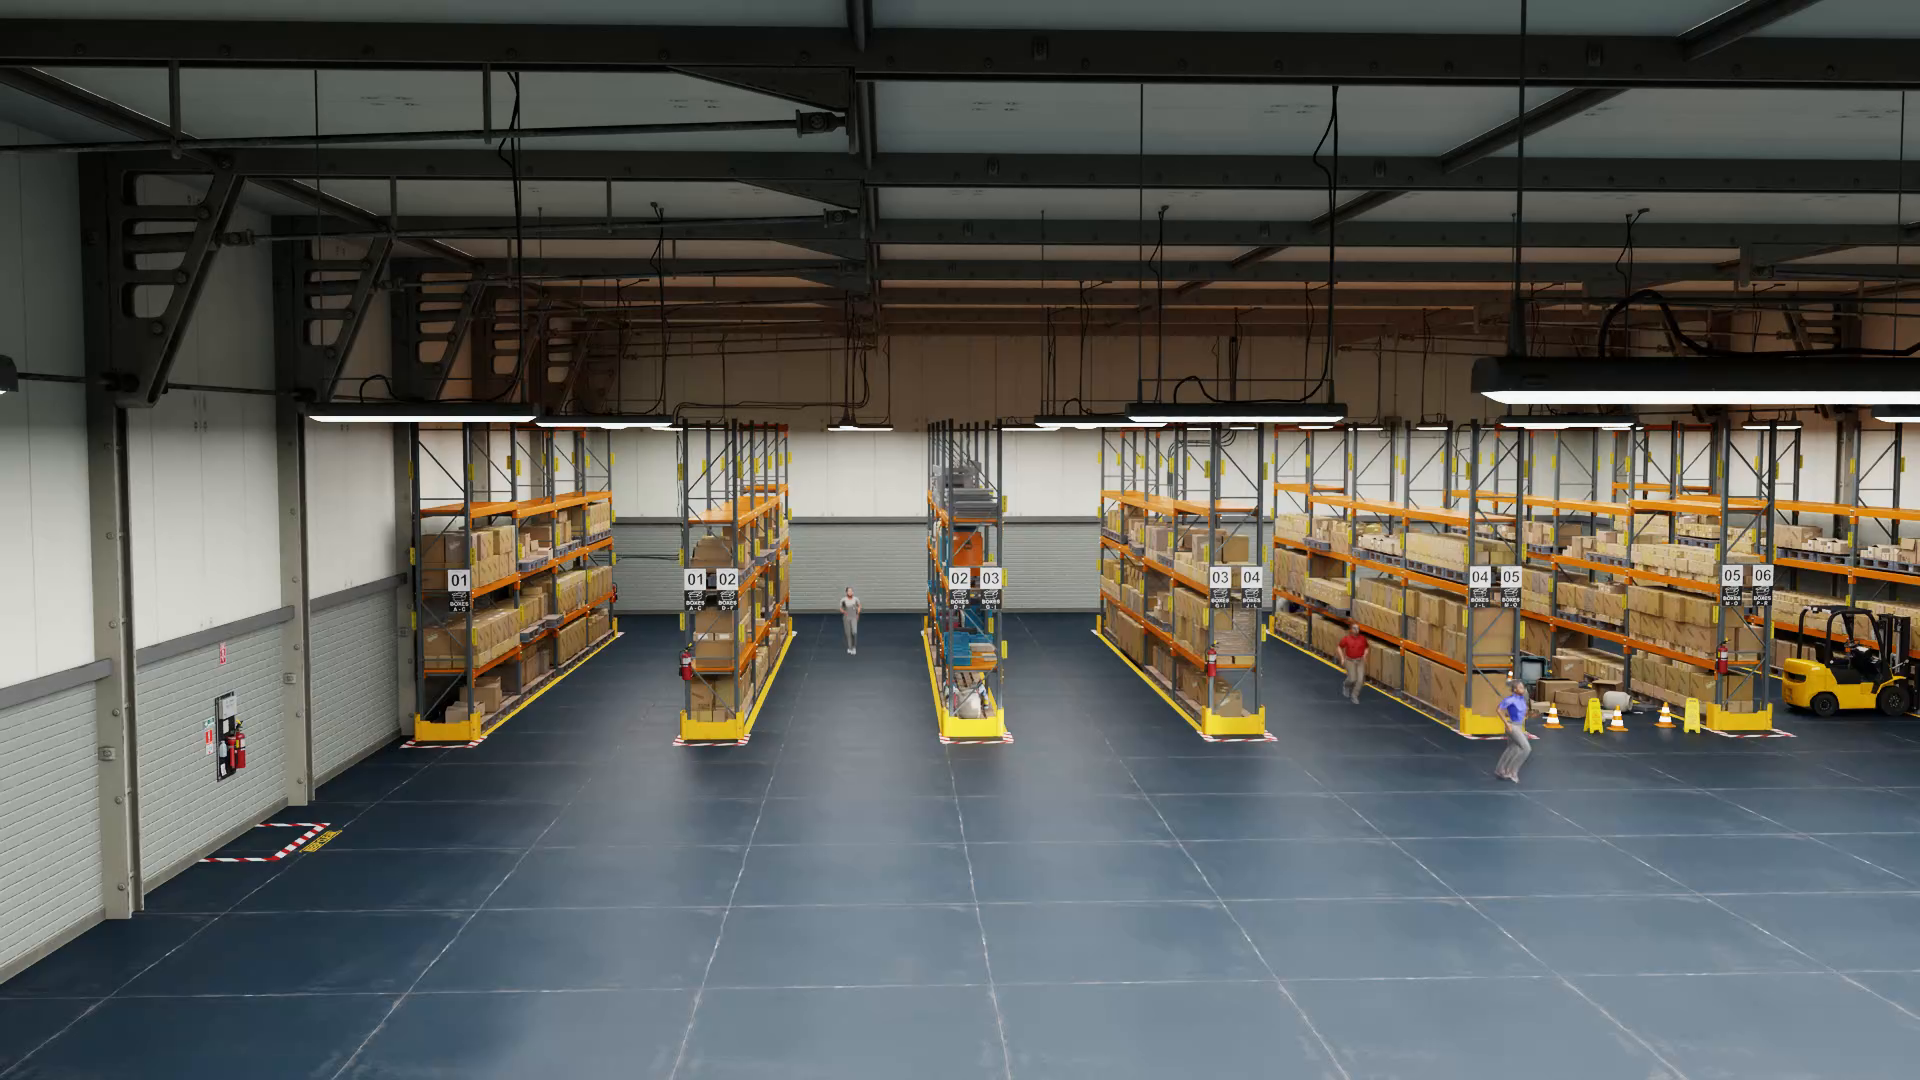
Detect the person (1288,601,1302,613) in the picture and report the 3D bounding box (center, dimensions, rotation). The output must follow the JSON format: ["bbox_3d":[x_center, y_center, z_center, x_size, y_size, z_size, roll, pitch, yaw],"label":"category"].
[{"bbox_3d":[9.954,1.798,49.098,0.734,1.573,0.768,1,4,20],"label":"person"}]

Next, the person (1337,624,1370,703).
[{"bbox_3d":[8.400,2.628,35.388,0.671,1.681,0.594,0,4,-4],"label":"person"}]

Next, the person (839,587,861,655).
[{"bbox_3d":[-2.708,1.977,41.017,0.548,1.657,0.632,0,4,-6],"label":"person"}]

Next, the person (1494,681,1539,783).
[{"bbox_3d":[9.187,3.167,27.424,0.682,1.669,0.548,3,5,37],"label":"person"}]

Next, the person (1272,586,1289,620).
[{"bbox_3d":[9.617,1.704,49.182,0.896,1.818,0.687,0,4,1],"label":"person"}]
